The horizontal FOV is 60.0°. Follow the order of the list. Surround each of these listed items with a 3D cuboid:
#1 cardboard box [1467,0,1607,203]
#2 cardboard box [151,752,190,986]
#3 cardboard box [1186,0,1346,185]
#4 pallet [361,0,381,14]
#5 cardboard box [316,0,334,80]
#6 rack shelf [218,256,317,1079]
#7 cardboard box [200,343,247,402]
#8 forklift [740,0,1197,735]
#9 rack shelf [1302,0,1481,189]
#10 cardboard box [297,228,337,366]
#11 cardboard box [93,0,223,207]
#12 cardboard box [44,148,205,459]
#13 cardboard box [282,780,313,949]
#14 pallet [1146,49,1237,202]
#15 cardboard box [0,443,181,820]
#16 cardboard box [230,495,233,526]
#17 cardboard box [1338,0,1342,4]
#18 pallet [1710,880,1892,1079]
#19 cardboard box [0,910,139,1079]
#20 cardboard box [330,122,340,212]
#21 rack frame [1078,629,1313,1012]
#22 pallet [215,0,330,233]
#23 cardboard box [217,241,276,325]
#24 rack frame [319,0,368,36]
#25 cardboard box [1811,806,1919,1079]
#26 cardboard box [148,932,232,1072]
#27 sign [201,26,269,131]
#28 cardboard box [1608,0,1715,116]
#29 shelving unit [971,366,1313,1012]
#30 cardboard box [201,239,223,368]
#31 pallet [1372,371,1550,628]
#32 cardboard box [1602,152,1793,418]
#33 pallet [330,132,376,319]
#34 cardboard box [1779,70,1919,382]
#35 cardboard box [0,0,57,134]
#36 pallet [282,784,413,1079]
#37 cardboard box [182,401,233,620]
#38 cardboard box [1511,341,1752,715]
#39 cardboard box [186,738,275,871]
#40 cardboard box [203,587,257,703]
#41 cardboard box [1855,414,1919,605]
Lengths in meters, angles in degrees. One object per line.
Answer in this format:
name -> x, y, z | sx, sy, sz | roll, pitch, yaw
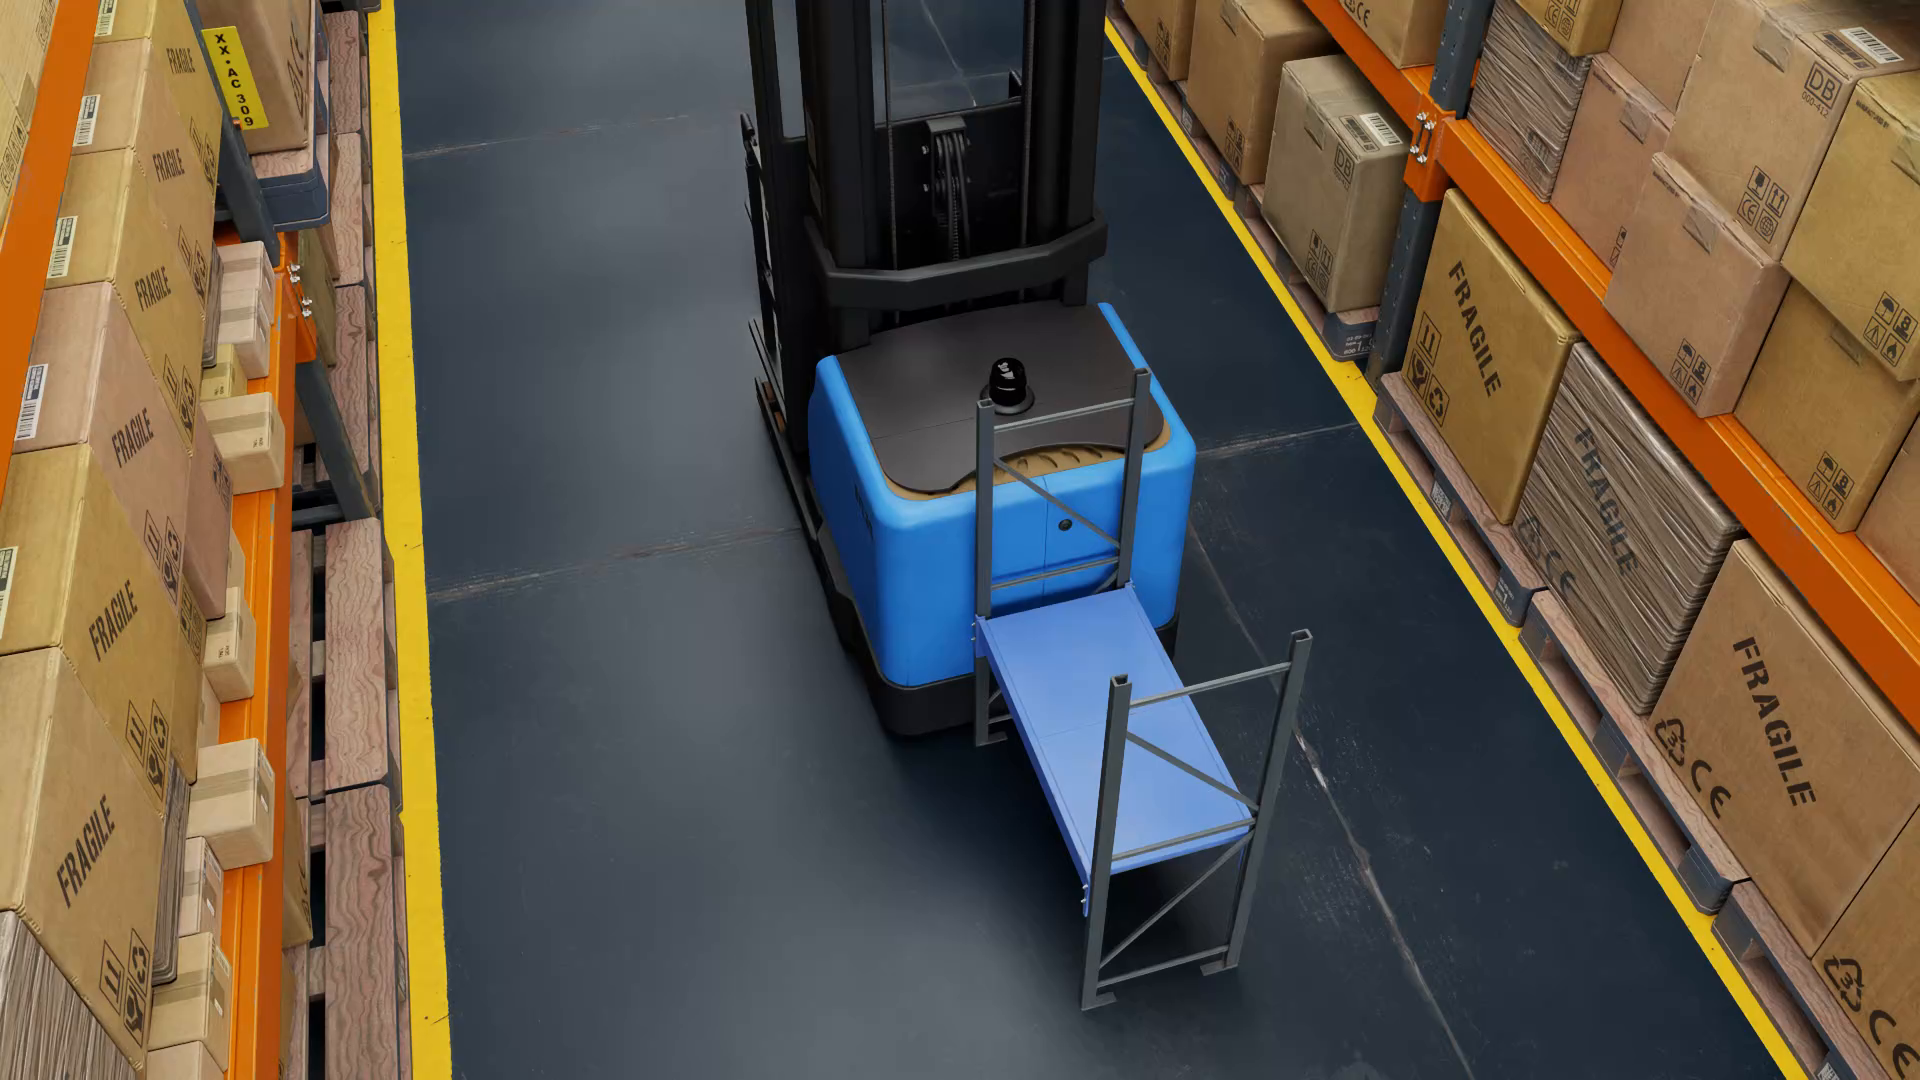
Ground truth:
cardboard box -> 2.283, -1.576, 5.589 | 0.875, 0.550, 0.550 | -11, 47, -10
cardboard box -> -2.064, 0.623, 3.261 | 0.875, 0.500, 0.500 | -11, 47, -10
cardboard box -> 1.688, -2.214, 7.601 | 1.050, 0.750, 0.750 | -11, 47, -10
pallet -> -3.797, -3.282, 9.319 | 1.003, 0.211, 1.213 | -11, 47, -10
cardboard box -> -3.477, -2.520, 8.062 | 0.700, 0.500, 0.500 | -13, 47, -12
rack shelf -> -2.132, 0.694, 3.973 | 1.077, 0.370, 4.000 | -11, 47, -10
cardboard box -> -2.244, -0.398, 4.716 | 0.380, 0.149, 0.250 | -11, 47, -10
forklift -> -0.186, -1.452, 5.621 | 1.130, 2.935, 3.031 | -13, 47, -12
rack shelf -> 1.665, -2.905, 7.500 | 1.077, 0.370, 4.000 | -11, 47, -10
cardboard box -> -2.884, -0.978, 6.551 | 0.700, 0.500, 0.500 | -11, 47, -11
cardboard box -> -2.262, -1.167, 4.315 | 0.500, 0.500, 0.500 | -11, 47, -10
cardboard box -> -2.006, -0.477, 3.639 | 0.500, 0.500, 0.500 | -11, 47, -10
cardboard box -> -2.191, 0.881, 4.742 | 0.500, 0.500, 0.500 | -15, 47, -14
pallet -> 1.591, -2.162, 8.221 | 1.003, 0.211, 1.213 | -11, 47, -10
cardboard box -> -1.748, 0.213, 2.963 | 0.500, 0.500, 0.500 | -11, 47, -10
cardboard box -> -2.135, -0.049, 4.374 | 0.380, 0.149, 0.250 | -11, 47, -10
cardboard box -> 1.656, -2.471, 6.501 | 0.500, 0.500, 0.500 | -11, 47, -11
pallet -> 2.921, 1.424, 4.706 | 1.003, 0.211, 1.213 | -11, 47, -10
cardboard box -> -1.497, 0.904, 2.285 | 0.500, 0.500, 0.500 | -11, 47, -10
cardboard box -> -3.171, -1.750, 7.307 | 0.700, 0.500, 0.500 | -7, 46, -7
rack frame -> 0.590, 0.798, 4.417 | 0.500, 1.500, 0.032 | -13, 47, -12
pallet -> -2.699, -1.426, 5.681 | 1.003, 0.211, 1.213 | -11, 47, -10
cardboard box -> -2.304, -0.756, 5.066 | 0.380, 0.149, 0.250 | -11, 47, -10
rack frame -> -3.668, -3.700, 7.776 | 1.000, 3.000, 0.127 | -11, 47, -10
cardboard box -> 2.963, 1.127, 4.239 | 0.875, 0.875, 0.875 | -10, 47, -10
cardboard box -> -1.698, 0.977, 3.369 | 0.380, 0.149, 0.250 | -11, 47, -10
sign -> -2.121, -1.346, 4.863 | 0.100, 0.325, 0.005 | -11, 47, -10
cardboard box -> 2.491, -1.587, 4.844 | 0.875, 0.550, 0.550 | -11, 47, -10
shelving unit -> 0.439, 0.452, 4.757 | 0.538, 1.500, 1.048 | -13, 47, -12
cardboard box -> -2.588, -0.756, 4.612 | 0.875, 0.500, 0.500 | -11, 47, -10
pallet -> 2.296, -0.260, 6.357 | 1.003, 0.211, 1.213 | -11, 47, -10
cardboard box -> 2.470, -0.806, 4.834 | 0.875, 0.550, 0.550 | -11, 47, -10
pallet -> -3.160, -1.344, 7.419 | 1.003, 0.211, 1.213 | -11, 47, -10
cardboard box -> 2.640, -0.824, 4.096 | 0.875, 0.550, 0.500 | -11, 47, -10
cardboard box -> -2.015, -0.956, 3.091 | 0.500, 0.250, 0.500 | -11, 47, -11
pallet -> -2.122, 1.339, 4.790 | 1.003, 0.211, 1.213 | -11, 47, -10
cardboard box -> -2.269, -0.077, 3.947 | 0.875, 0.500, 0.500 | -11, 47, -10
cardboard box -> 2.505, -0.110, 5.451 | 0.875, 0.875, 0.875 | -10, 46, -10
cardboard box -> -1.752, 0.617, 3.721 | 0.380, 0.149, 0.250 | -11, 47, -10
cardboard box -> -1.935, 0.282, 4.049 | 0.380, 0.149, 0.250 | -11, 47, -10
cardboard box -> 2.878, -0.100, 4.143 | 0.875, 0.550, 0.550 | -11, 47, -10
